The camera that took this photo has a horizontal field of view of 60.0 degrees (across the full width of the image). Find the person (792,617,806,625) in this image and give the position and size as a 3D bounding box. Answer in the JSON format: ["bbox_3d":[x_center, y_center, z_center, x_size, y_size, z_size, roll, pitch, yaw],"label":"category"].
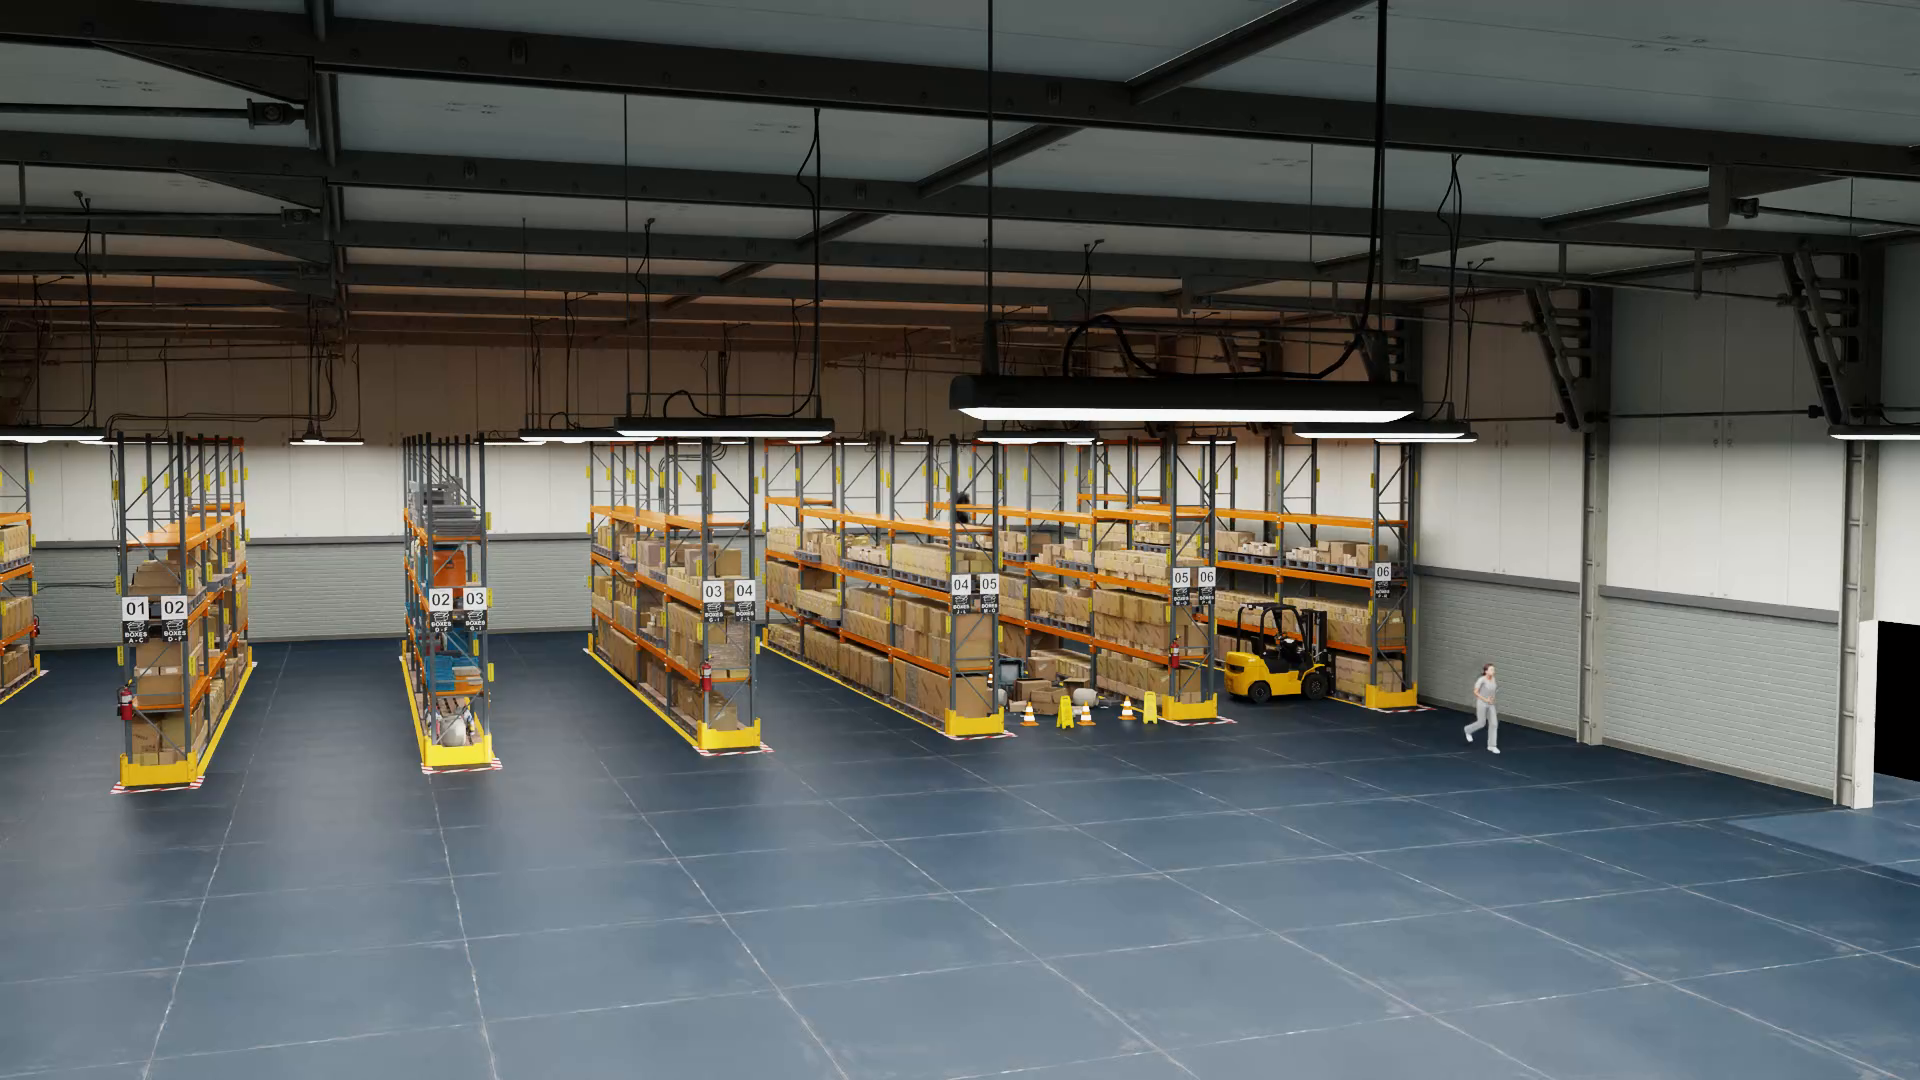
[{"bbox_3d":[-4.781,2.169,49.619,0.553,1.613,0.651,1,3,23],"label":"person"}]

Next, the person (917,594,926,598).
[{"bbox_3d":[-1.224,2.022,51.386,0.573,1.717,0.709,0,3,8],"label":"person"}]

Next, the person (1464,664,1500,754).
[{"bbox_3d":[9.951,3.143,31.483,0.588,1.639,0.900,-2,4,-28],"label":"person"}]
